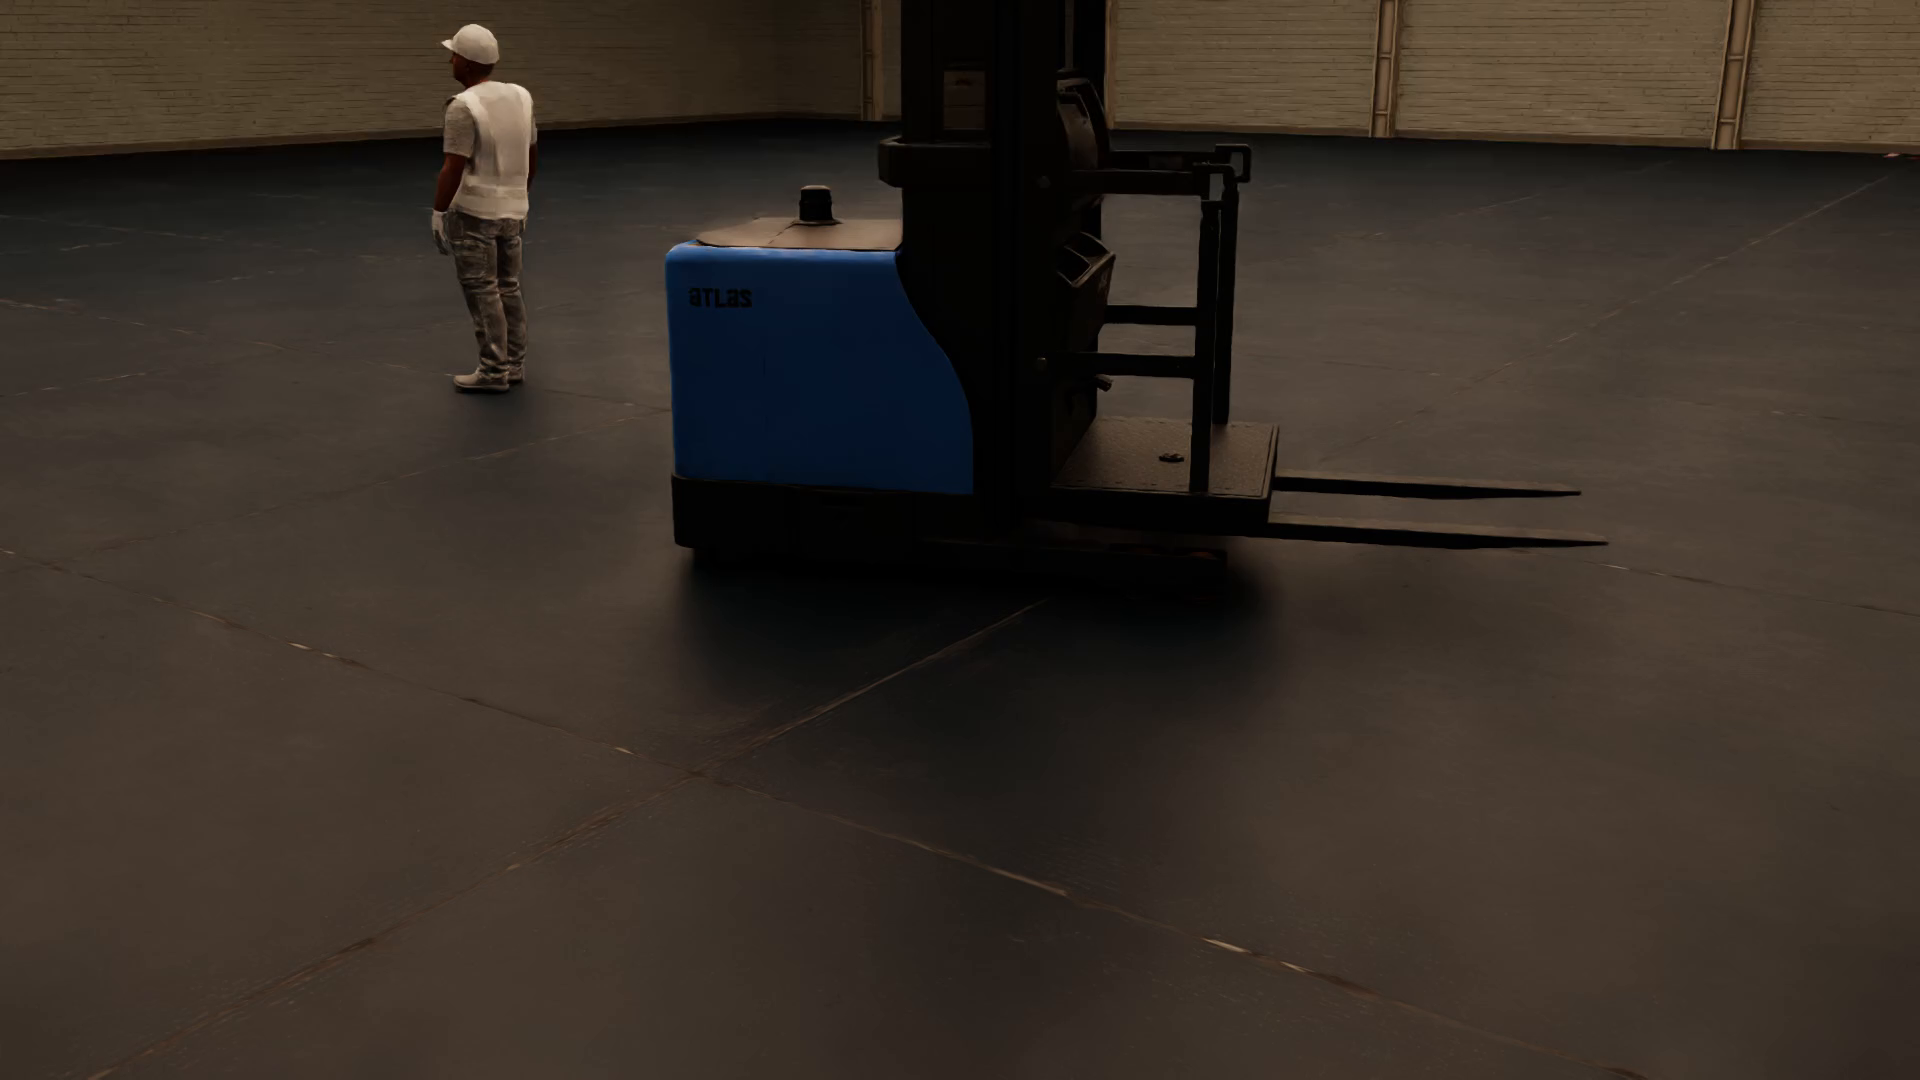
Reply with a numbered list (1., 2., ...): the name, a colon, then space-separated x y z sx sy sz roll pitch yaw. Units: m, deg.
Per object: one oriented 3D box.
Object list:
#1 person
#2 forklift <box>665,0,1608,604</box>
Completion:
1. person: -2.410 -1.629 8.260 0.577 1.782 0.656 8 18 25
2. forklift: 0.595 -1.367 5.404 3.031 2.935 1.130 4 17 12
